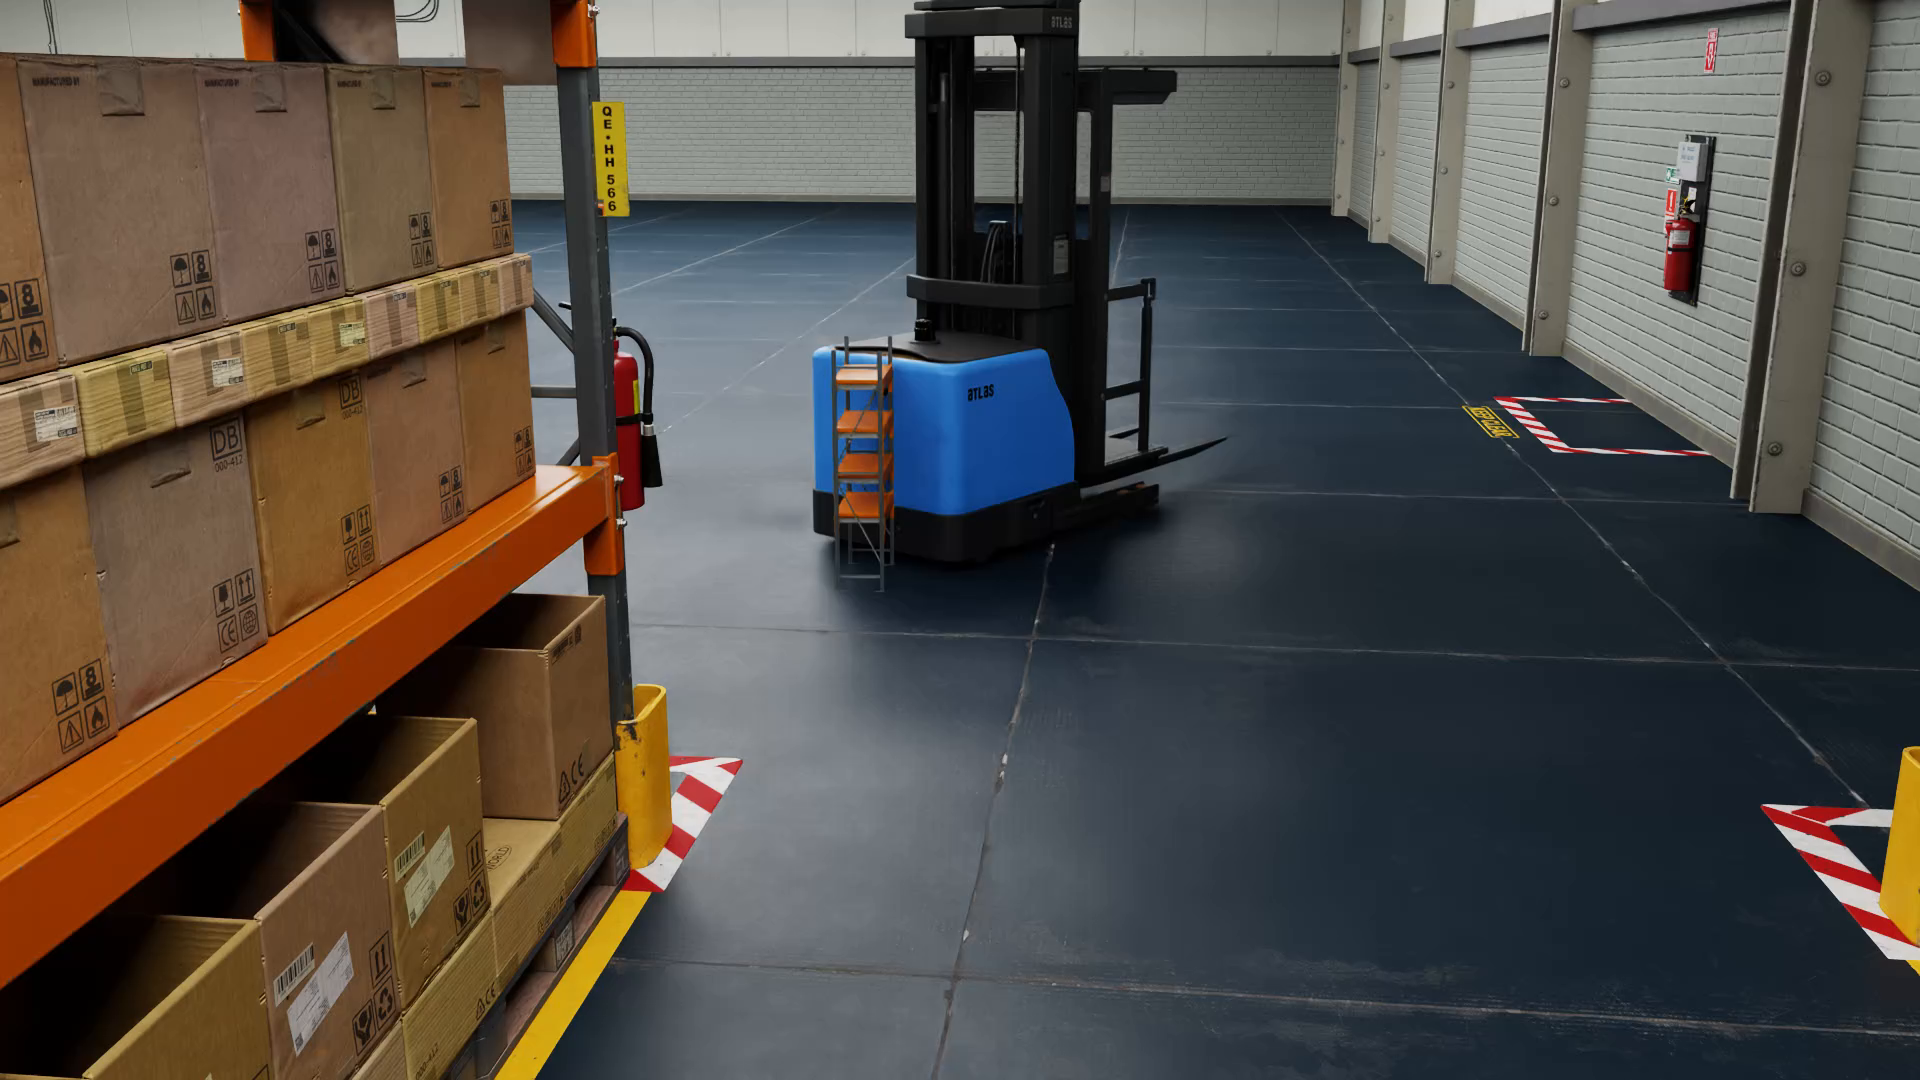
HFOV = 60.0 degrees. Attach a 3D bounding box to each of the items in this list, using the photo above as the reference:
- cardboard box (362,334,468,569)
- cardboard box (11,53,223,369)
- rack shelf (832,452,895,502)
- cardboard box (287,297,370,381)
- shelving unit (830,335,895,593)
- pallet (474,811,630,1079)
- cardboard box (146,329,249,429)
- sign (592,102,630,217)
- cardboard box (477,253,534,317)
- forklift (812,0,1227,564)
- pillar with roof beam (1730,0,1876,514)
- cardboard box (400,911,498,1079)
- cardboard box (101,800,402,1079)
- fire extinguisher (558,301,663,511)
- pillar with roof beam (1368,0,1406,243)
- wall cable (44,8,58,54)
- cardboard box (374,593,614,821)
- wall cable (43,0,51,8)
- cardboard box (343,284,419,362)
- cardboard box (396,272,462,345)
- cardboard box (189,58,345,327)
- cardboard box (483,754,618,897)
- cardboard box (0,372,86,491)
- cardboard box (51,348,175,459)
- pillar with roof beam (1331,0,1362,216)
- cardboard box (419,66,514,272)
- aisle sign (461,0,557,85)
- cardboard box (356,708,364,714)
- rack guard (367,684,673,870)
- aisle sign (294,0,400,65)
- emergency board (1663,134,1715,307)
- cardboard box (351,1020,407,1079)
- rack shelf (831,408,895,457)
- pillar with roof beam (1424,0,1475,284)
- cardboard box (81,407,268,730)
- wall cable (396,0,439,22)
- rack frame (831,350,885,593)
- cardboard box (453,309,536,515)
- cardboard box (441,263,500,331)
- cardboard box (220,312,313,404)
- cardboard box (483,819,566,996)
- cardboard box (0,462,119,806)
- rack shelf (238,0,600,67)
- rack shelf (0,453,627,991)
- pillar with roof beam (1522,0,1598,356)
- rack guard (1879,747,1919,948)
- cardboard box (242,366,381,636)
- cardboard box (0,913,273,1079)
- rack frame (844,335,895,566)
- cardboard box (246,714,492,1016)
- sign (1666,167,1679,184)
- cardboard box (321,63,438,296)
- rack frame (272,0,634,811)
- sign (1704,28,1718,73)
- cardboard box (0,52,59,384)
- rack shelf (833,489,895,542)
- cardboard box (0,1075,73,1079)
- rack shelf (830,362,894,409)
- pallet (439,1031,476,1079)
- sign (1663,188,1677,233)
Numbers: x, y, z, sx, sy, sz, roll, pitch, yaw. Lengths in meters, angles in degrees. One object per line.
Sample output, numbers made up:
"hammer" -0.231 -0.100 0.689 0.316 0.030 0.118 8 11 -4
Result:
"cardboard box" -1.675 -0.244 4.128 0.700 0.500 0.500 2 15 8
"cardboard box" -1.793 -0.596 2.943 0.700 0.500 0.500 2 15 6
"rack shelf" -0.477 -0.318 8.298 0.258 0.148 0.480 1 15 3
"cardboard box" -1.526 -0.442 3.617 0.380 0.149 0.250 2 15 8
"shelving unit" -0.477 -0.383 8.281 0.258 1.200 0.503 1 15 3
"pallet" -1.600 1.092 4.717 1.003 0.211 1.213 2 15 6
"cardboard box" -1.582 -0.307 3.118 0.380 0.149 0.250 1 15 5
"sign" -1.018 -1.107 4.837 0.100 0.325 0.005 2 15 6
"cardboard box" -1.409 -0.710 4.606 0.380 0.149 0.250 1 15 5
"forklift" 0.519 -1.615 9.518 1.130 2.935 3.031 12 19 38
"pillar with roof beam" 0.547 -4.680 9.231 9.100 9.000 0.400 2 15 6
"cardboard box" -1.422 1.079 3.888 0.500 0.250 0.500 2 15 6
"cardboard box" -1.476 0.847 3.311 0.500 0.500 0.500 2 15 6
"fire extinguisher" -1.081 -0.433 5.164 0.296 0.674 0.183 2 15 6
"pillar with roof beam" 2.578 -9.349 26.496 9.100 9.000 0.400 2 15 6
"wall cable" -22.120 -10.932 38.300 3.097 2.526 0.112 2 15 6
"cardboard box" -1.320 0.457 4.751 0.500 0.500 0.500 2 15 6
"wall cable" -19.432 -13.290 37.346 3.097 2.526 0.112 2 15 6
"cardboard box" -1.497 -0.510 3.869 0.380 0.149 0.250 2 15 7
"cardboard box" -1.466 -0.576 4.110 0.380 0.149 0.250 1 15 5
"cardboard box" -1.737 -0.726 3.423 0.700 0.500 0.500 2 15 6
"cardboard box" -1.322 0.819 4.849 0.500 0.250 0.500 2 15 6
"cardboard box" -1.643 -0.175 2.630 0.380 0.149 0.250 1 15 5
"cardboard box" -1.613 -0.243 2.880 0.380 0.149 0.250 2 15 6
"pillar with roof beam" 3.255 -10.905 32.251 9.100 9.000 0.400 2 15 6
"cardboard box" -1.627 -0.993 4.412 0.700 0.500 0.500 2 15 6
"aisle sign" -1.256 -1.716 4.783 0.394 0.787 0.004 2 15 6
"cardboard box" -1.892 0.572 4.328 0.500 0.500 0.500 2 15 6
"rack guard" -1.553 0.747 5.441 1.175 0.500 0.348 2 15 6
"aisle sign" -1.852 -1.734 4.848 0.394 0.787 0.004 2 15 6
"emergency board" 5.141 -2.297 11.911 0.194 1.169 0.643 2 15 6
"cardboard box" -1.480 1.209 3.409 0.500 0.250 0.500 2 15 6
"rack shelf" -0.477 -0.534 8.240 0.258 0.148 0.480 1 15 3
"pillar with roof beam" 1.901 -7.792 20.741 9.100 9.000 0.400 2 15 6
"cardboard box" -1.793 0.021 3.147 0.700 0.500 0.500 2 15 8
"wall cable" -12.689 -13.789 36.401 2.305 6.003 0.169 2 15 6
"rack frame" -0.492 -0.320 8.045 0.240 1.200 0.015 1 15 3
"cardboard box" -1.621 -0.381 4.632 0.700 0.500 0.500 2 15 6
"cardboard box" -1.437 -0.642 4.355 0.380 0.149 0.250 2 15 8
"cardboard box" -1.554 -0.374 3.364 0.380 0.149 0.250 2 15 8
"cardboard box" -1.367 0.949 4.368 0.500 0.250 0.500 2 15 6
"cardboard box" -1.849 0.154 2.655 0.700 0.500 0.500 2 15 7
"rack shelf" -1.781 -1.035 2.875 1.077 0.370 4.000 2 15 6
"rack shelf" -1.781 0.413 3.267 1.077 0.370 4.000 2 15 6
"pillar with roof beam" 1.224 -6.236 14.986 9.100 9.000 0.400 2 15 6
"rack guard" 3.358 0.918 4.809 1.175 0.500 0.348 2 15 6
"cardboard box" -1.737 -0.116 3.652 0.700 0.500 0.500 2 15 7
"cardboard box" -1.531 0.976 2.831 0.500 0.500 0.500 2 15 6
"rack frame" -0.462 -0.447 8.516 0.240 1.200 0.015 1 15 3
"cardboard box" -1.419 0.717 3.790 0.500 0.500 0.500 2 15 6
"sign" 5.297 -2.710 12.353 0.001 0.109 0.331 2 15 6
"cardboard box" -1.681 -0.857 3.907 0.700 0.500 0.500 1 15 5
"rack frame" -1.556 -0.453 5.091 1.000 3.000 0.127 2 15 6
"sign" 5.241 -3.415 11.605 0.001 0.298 0.199 2 15 6
"cardboard box" -1.850 -0.466 2.464 0.700 0.500 0.500 2 15 6
"rack shelf" -0.477 -0.127 8.350 0.258 0.148 0.480 1 15 3
"cardboard box" -1.595 1.106 2.352 0.500 0.500 0.500 2 15 6
"rack shelf" -0.477 -0.763 8.178 0.258 0.148 0.480 1 15 3
"pallet" -1.740 1.408 3.550 1.003 0.211 1.213 2 15 6
"sign" 5.306 -2.455 12.425 0.001 0.329 0.234 2 15 6
